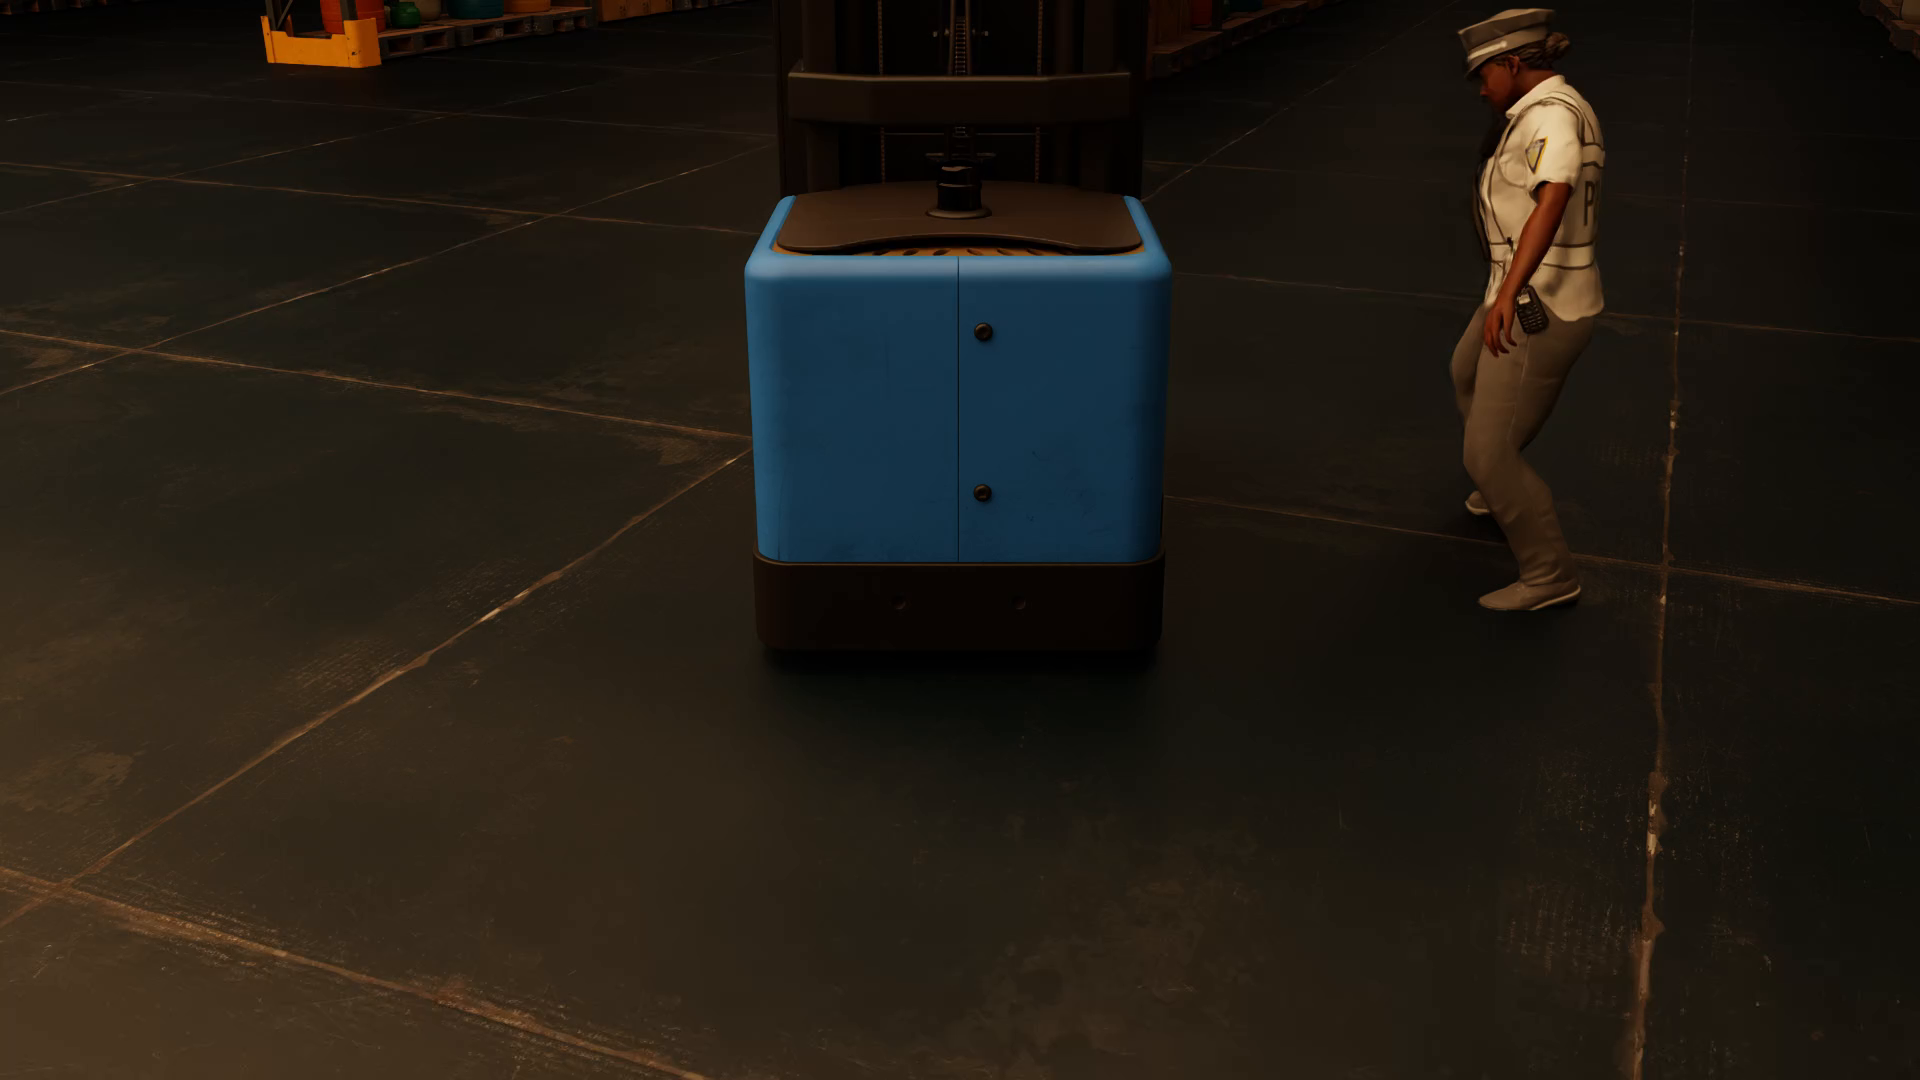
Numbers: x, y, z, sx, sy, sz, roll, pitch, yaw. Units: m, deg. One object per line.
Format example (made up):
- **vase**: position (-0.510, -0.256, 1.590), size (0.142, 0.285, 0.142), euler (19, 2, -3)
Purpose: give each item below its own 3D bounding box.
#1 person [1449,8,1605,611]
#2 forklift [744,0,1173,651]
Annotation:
- **person**: position (1.531, -0.606, 4.535), size (0.514, 1.610, 1.067), euler (8, 24, 19)
- **forklift**: position (0.002, -1.587, 5.089), size (1.130, 2.935, 3.031), euler (0, 23, 0)
